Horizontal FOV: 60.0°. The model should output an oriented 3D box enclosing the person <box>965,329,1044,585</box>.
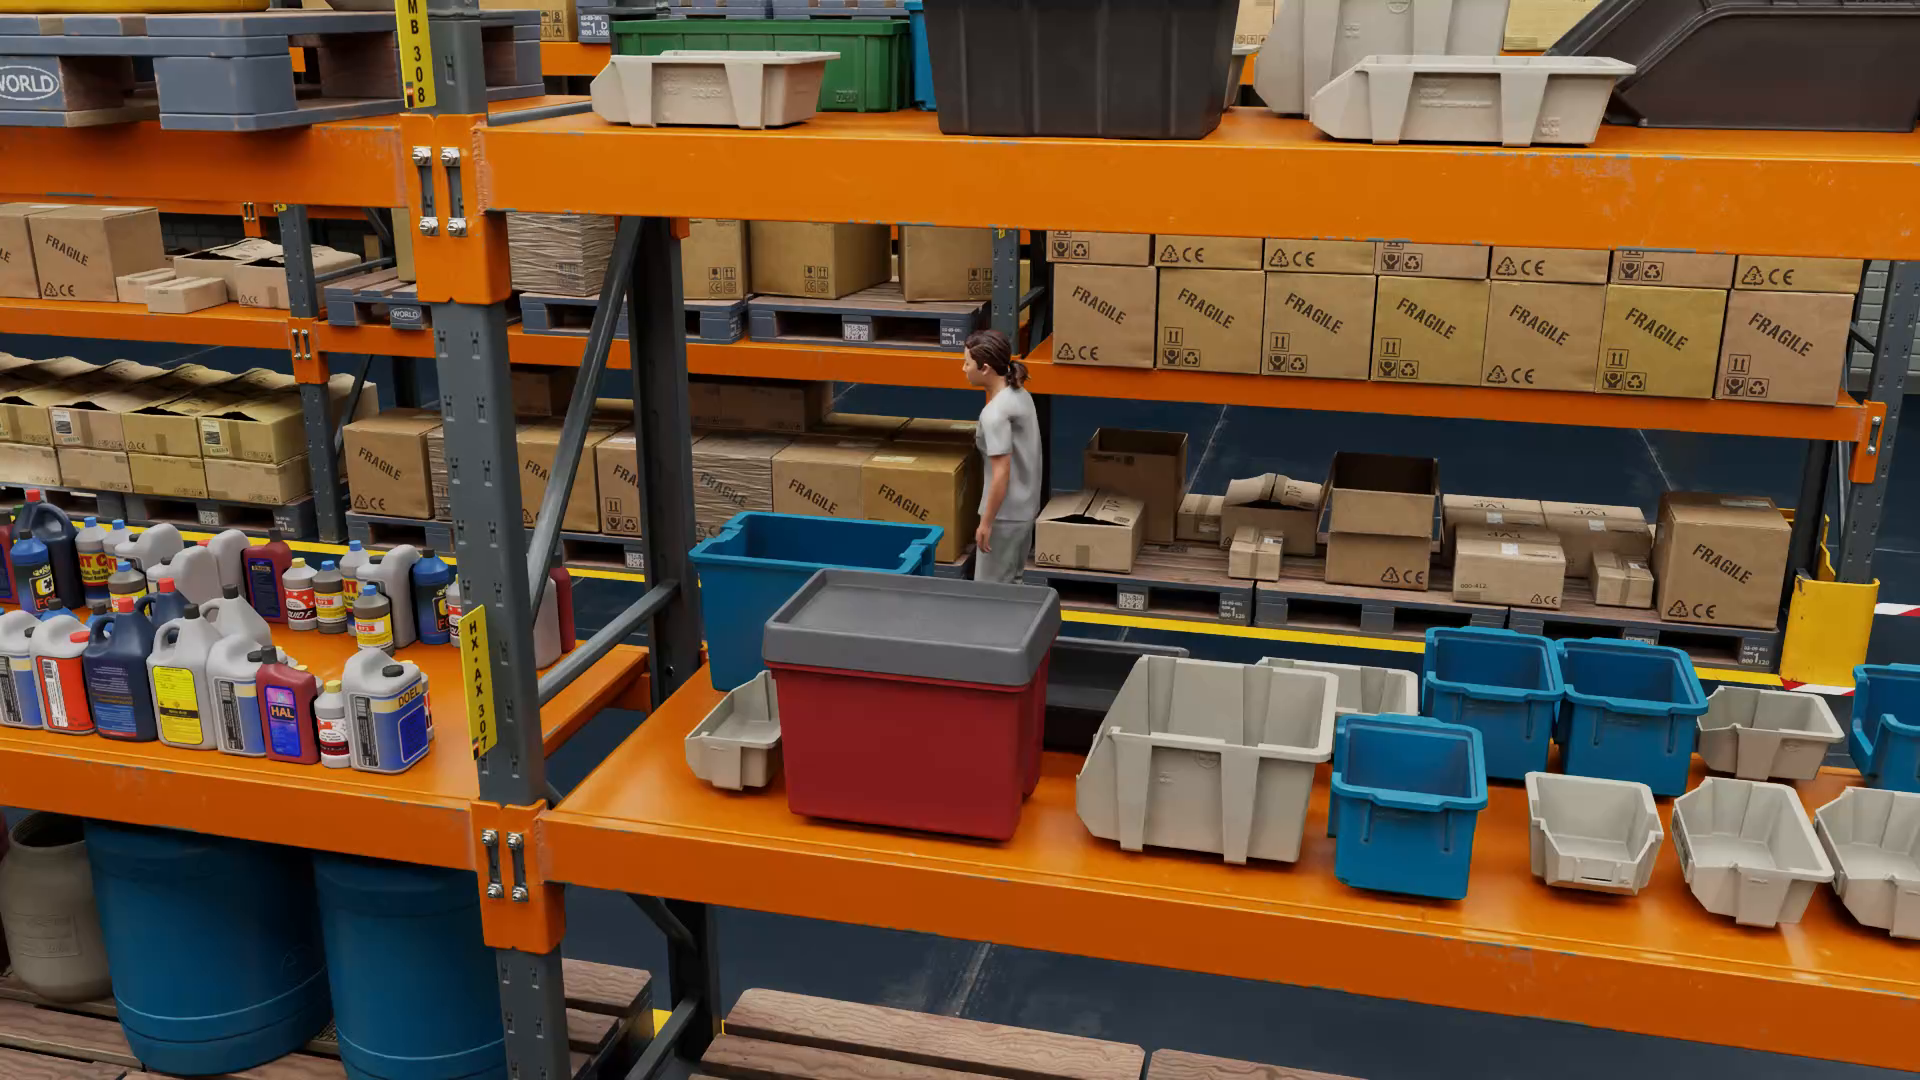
[{"bbox_3d":[0.184,-0.115,7.407,0.358,1.673,0.486,5,19,14],"label":"person"}]
